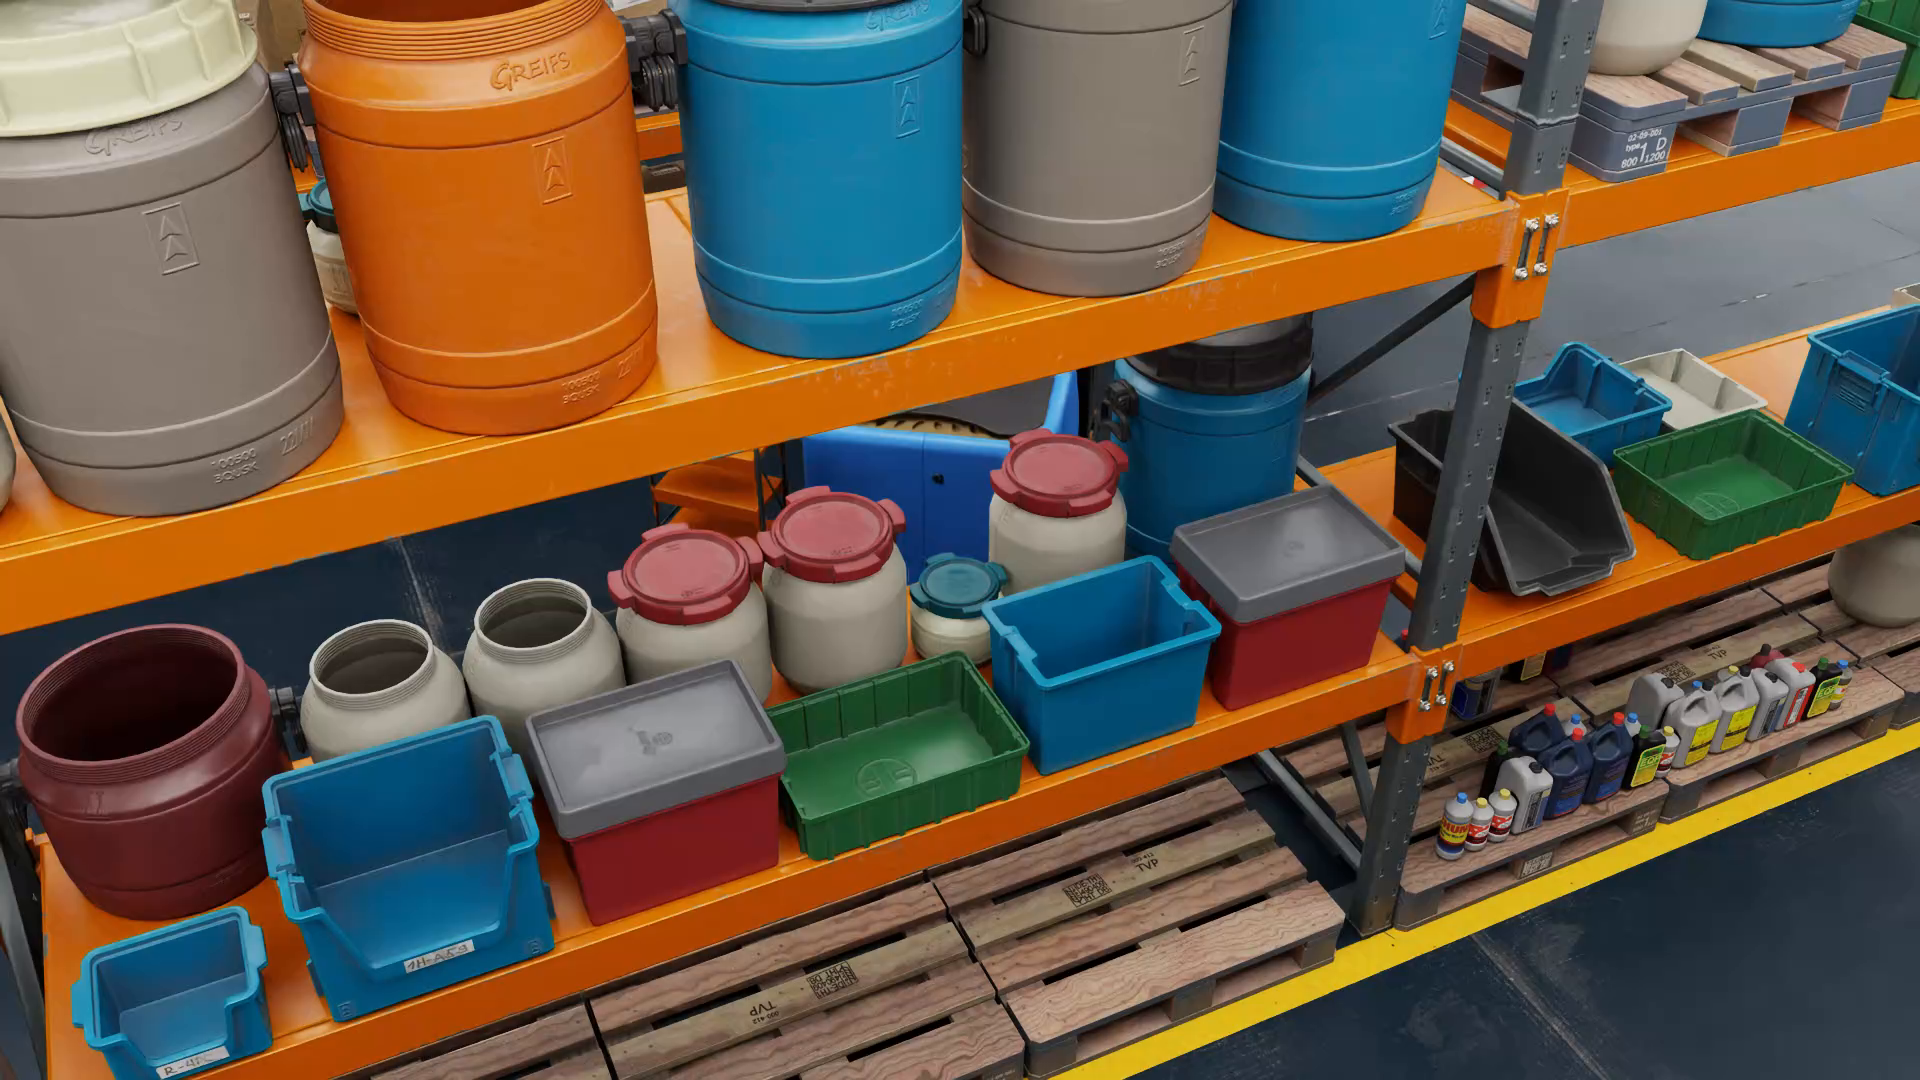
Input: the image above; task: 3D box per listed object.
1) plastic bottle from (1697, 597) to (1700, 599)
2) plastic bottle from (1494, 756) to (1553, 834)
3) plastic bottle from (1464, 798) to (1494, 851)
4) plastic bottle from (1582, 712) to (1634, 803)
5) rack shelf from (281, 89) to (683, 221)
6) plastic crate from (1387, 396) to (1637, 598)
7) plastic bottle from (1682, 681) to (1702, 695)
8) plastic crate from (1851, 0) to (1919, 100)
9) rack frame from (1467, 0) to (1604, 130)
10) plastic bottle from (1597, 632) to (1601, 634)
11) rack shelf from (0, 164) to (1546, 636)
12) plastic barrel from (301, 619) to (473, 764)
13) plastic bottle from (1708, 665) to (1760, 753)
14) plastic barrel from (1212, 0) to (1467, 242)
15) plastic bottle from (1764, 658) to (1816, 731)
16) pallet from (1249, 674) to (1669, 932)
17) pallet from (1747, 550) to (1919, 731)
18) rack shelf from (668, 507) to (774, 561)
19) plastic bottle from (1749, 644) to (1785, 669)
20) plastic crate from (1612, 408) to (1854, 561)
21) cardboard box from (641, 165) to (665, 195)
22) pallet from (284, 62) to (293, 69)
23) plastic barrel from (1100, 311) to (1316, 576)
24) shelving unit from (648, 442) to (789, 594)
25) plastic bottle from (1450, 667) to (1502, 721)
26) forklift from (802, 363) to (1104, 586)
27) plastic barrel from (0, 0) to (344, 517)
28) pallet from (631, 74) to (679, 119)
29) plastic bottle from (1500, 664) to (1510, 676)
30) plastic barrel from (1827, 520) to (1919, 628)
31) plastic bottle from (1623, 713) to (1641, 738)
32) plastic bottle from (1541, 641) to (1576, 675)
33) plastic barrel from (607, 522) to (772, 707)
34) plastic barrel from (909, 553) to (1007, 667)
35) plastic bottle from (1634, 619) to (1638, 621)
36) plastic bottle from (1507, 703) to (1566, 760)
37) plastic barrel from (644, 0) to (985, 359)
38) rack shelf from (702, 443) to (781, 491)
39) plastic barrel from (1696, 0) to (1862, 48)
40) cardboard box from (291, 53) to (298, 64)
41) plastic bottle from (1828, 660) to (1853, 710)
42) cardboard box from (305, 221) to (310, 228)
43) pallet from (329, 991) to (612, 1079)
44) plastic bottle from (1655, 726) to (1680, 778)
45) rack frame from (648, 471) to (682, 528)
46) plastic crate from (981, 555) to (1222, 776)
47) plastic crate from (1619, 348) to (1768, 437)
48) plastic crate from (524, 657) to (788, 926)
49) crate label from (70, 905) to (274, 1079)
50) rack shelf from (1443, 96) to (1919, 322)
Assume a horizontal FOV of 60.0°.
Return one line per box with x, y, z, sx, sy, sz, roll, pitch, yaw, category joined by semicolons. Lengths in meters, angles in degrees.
3.106;0.114;6.999;0.097;0.271;0.097;0;37;0;plastic bottle
2.014;0.893;5.945;0.135;0.276;0.152;-14;39;-18;plastic bottle
1.825;0.994;5.872;0.097;0.201;0.097;0;37;0;plastic bottle
2.337;0.775;6.041;0.185;0.351;0.144;-17;40;-22;plastic bottle
-2.656;-1.960;8.478;4.000;0.370;1.077;-16;39;-20;rack shelf
1.787;-0.123;5.450;0.504;0.338;0.767;-16;39;-20;plastic crate
2.799;0.627;6.367;0.097;0.201;0.097;0;37;0;plastic bottle
2.803;-1.456;4.855;0.450;0.188;0.336;-16;39;-20;plastic crate
1.259;-2.493;3.558;0.127;3.000;1.000;-16;39;-20;rack frame
2.615;0.279;6.835;0.097;0.201;0.097;0;37;0;plastic bottle
-0.552;-0.493;3.983;4.000;0.370;1.077;-16;39;-20;rack shelf
-1.522;0.508;4.453;0.421;0.512;0.421;0;37;0;plastic barrel
2.890;0.621;6.250;0.185;0.351;0.144;-14;39;-18;plastic bottle
0.891;-1.244;3.971;0.708;0.901;0.600;-16;39;-20;plastic barrel
3.164;0.571;6.379;0.135;0.276;0.152;-15;39;-20;plastic bottle
1.884;0.889;6.374;1.213;0.211;1.003;-16;39;-20;pallet
4.093;0.271;7.207;1.213;0.211;1.003;-16;39;-20;pallet
-0.969;0.004;6.851;0.480;0.148;0.258;13;38;16;rack shelf
3.118;0.511;6.454;0.133;0.283;0.061;-16;39;-20;plastic bottle
2.607;-0.190;5.666;0.662;0.188;0.450;-16;39;-20;plastic crate
-1.851;-1.673;9.217;0.500;0.500;0.700;-16;39;-20;cardboard box
-4.634;-3.788;12.680;1.213;0.211;1.003;-16;39;-20;pallet
0.780;-0.351;5.284;0.708;0.901;0.600;-16;39;-20;plastic barrel
-0.969;-0.050;6.811;0.503;1.200;0.258;13;38;16;shelving unit
1.979;0.540;6.421;0.135;0.276;0.152;-16;39;-20;plastic bottle
0.112;-1.583;7.424;1.130;2.935;3.031;6;37;8;forklift
-1.527;-0.568;3.059;0.600;0.901;0.600;0;37;0;plastic barrel
-1.599;-2.563;8.848;1.213;0.211;1.003;-16;39;-20;pallet
2.185;0.355;6.608;0.185;0.351;0.144;-16;39;-20;plastic bottle
3.863;0.069;6.875;0.421;0.512;0.421;0;37;0;plastic barrel
2.454;0.750;6.142;0.097;0.271;0.097;0;37;0;plastic bottle
2.380;0.400;6.603;0.133;0.283;0.061;-16;39;-20;plastic bottle
-0.756;0.281;4.739;0.433;0.535;0.433;0;37;0;plastic barrel
-0.005;0.224;5.046;0.301;0.262;0.301;0;37;0;plastic barrel
2.796;0.201;6.883;0.097;0.271;0.097;0;37;0;plastic bottle
2.104;0.745;6.082;0.185;0.351;0.144;-16;39;-20;plastic bottle
-0.294;-0.913;3.524;0.708;0.901;0.600;-16;39;-20;plastic barrel
-0.969;-0.366;6.577;0.480;0.148;0.258;13;38;16;rack shelf
2.205;-1.853;4.439;0.708;0.901;0.600;-16;39;-20;plastic barrel
-2.852;-2.151;7.905;0.500;0.250;0.500;-17;40;-21;cardboard box
3.403;0.552;6.467;0.097;0.201;0.097;0;37;0;plastic bottle
-3.397;-1.542;8.410;0.500;0.250;0.500;-11;38;-15;cardboard box
-1.645;1.874;5.047;1.213;0.211;1.003;-16;39;-20;pallet
2.603;0.776;6.165;0.097;0.201;0.097;0;37;0;plastic bottle
-1.198;-0.101;6.879;0.015;1.200;0.240;13;38;16;rack frame
0.392;0.370;4.747;0.575;0.384;0.392;-16;39;-20;plastic crate
2.621;-0.525;6.162;0.437;0.136;0.530;-16;39;-20;plastic crate
-0.769;0.659;4.290;0.583;0.464;0.402;-16;39;-20;plastic crate
-1.822;1.092;3.901;0.416;0.233;0.303;-16;39;-20;crate label
3.069;-1.506;5.348;4.000;0.370;1.077;-16;39;-20;rack shelf
